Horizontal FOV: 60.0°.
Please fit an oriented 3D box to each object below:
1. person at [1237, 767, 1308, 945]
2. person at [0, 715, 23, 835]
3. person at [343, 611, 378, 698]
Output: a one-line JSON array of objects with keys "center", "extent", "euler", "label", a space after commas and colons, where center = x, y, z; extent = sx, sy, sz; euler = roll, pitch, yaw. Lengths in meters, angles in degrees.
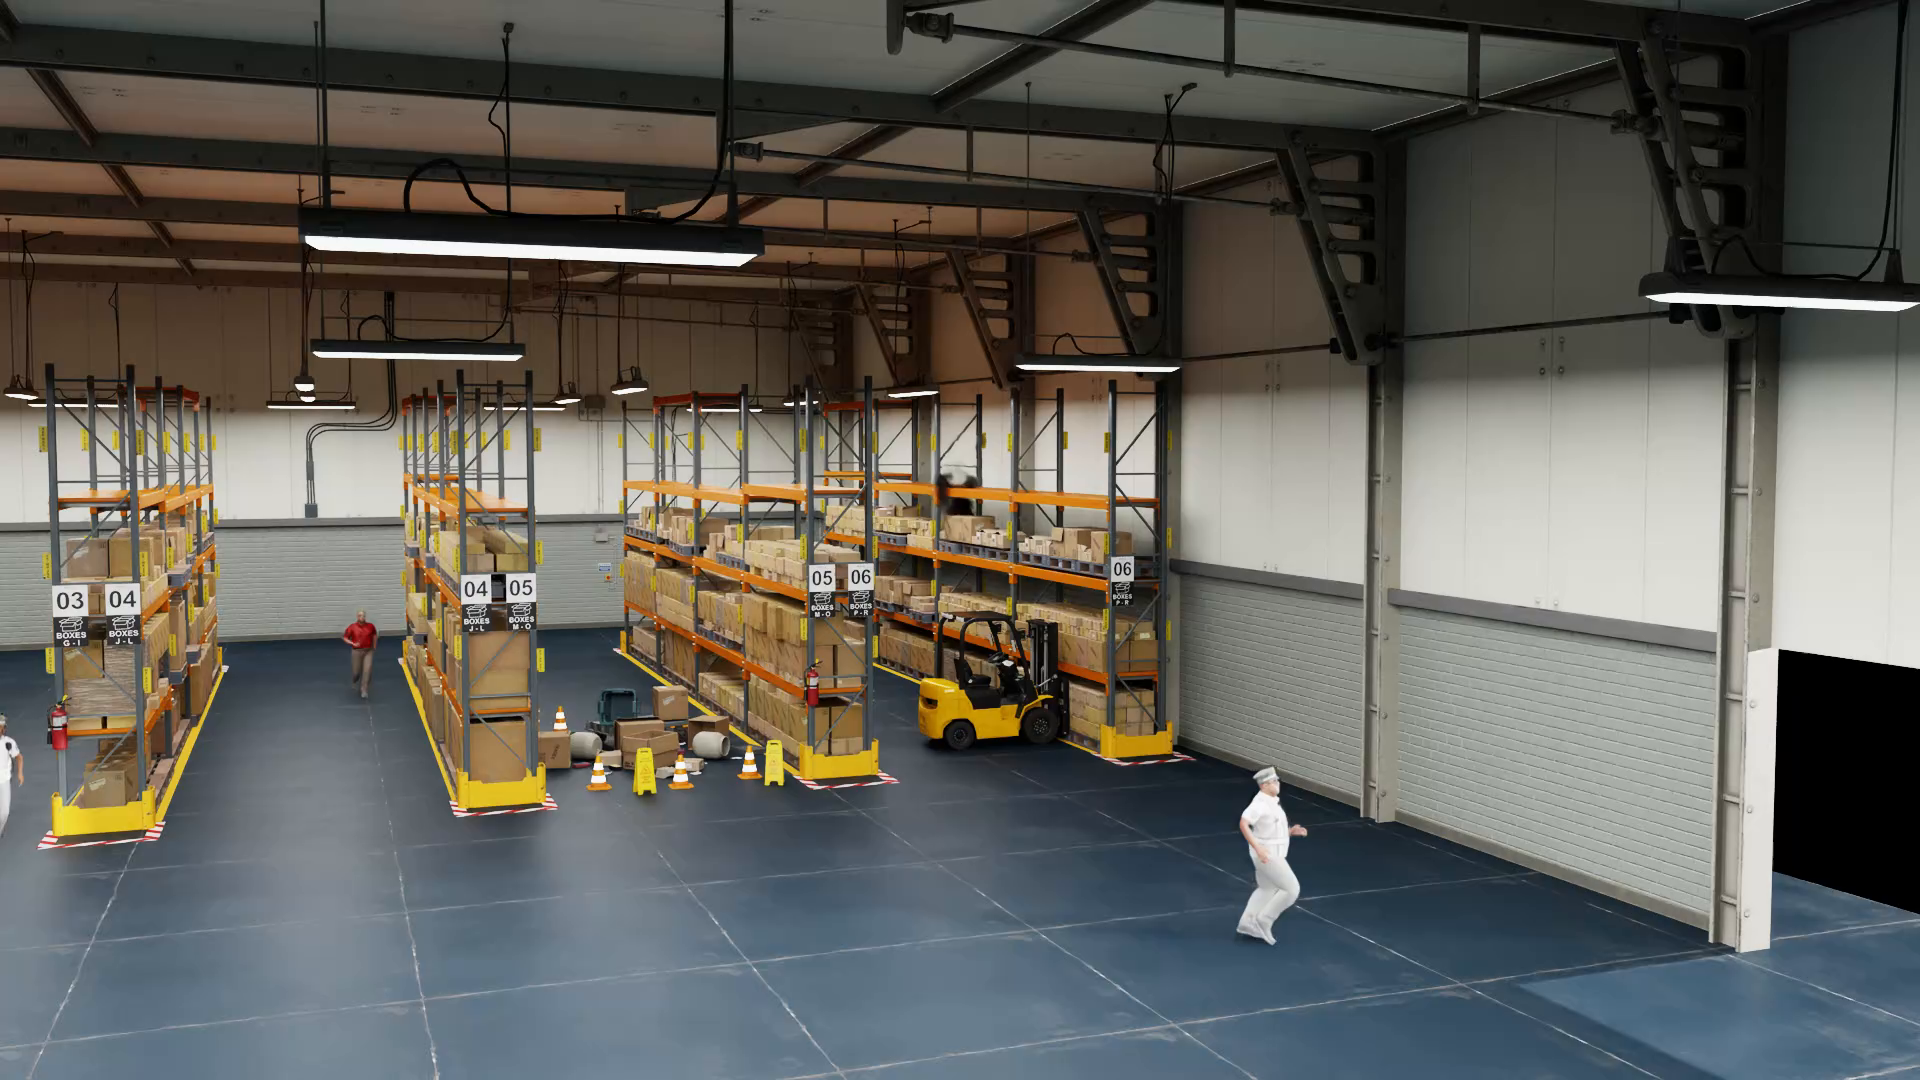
[{"center": [3.124, 3.151, 16.636], "extent": [0.689, 1.771, 0.641], "euler": [1, 3, 13], "label": "person"}, {"center": [-11.793, 2.987, 20.362], "extent": [0.648, 1.681, 0.592], "euler": [-3, 5, -43], "label": "person"}, {"center": [-11.806, 2.236, 32.809], "extent": [0.672, 1.690, 0.746], "euler": [-2, 4, -31], "label": "person"}]
